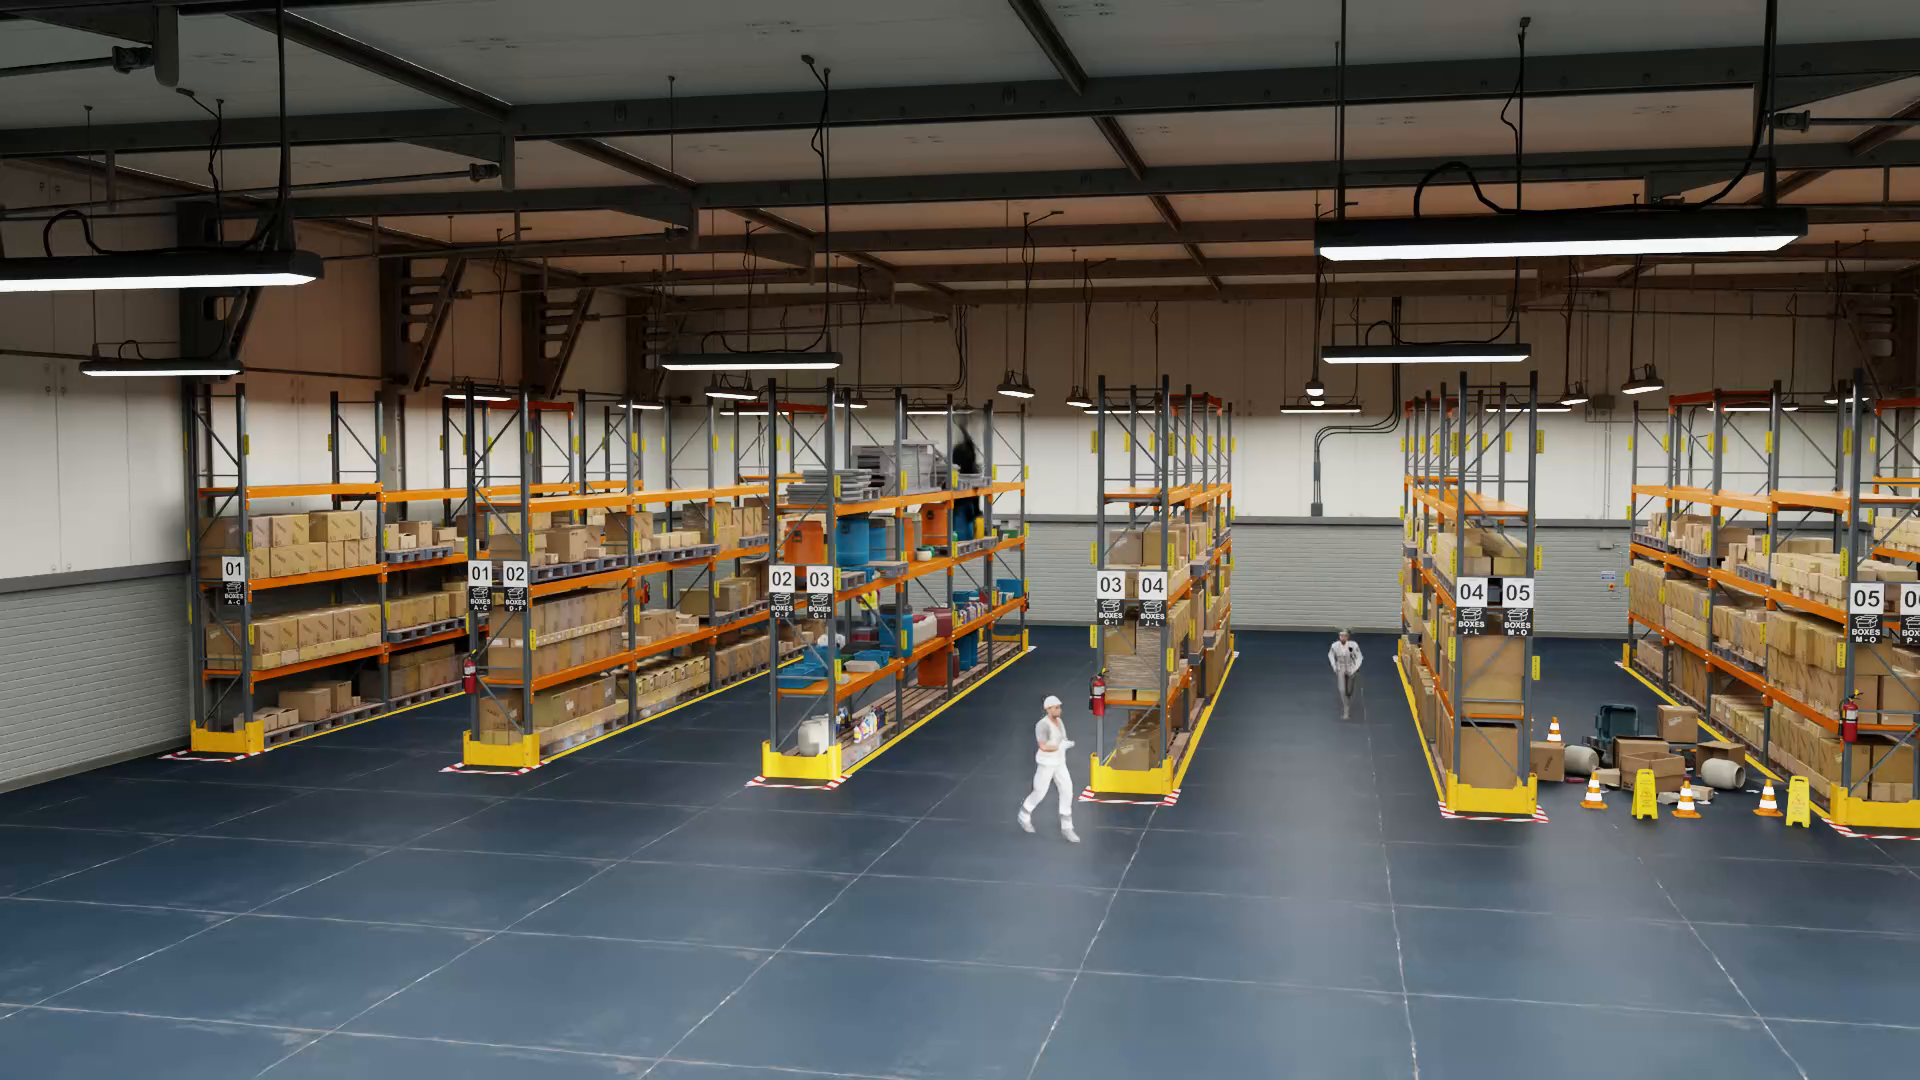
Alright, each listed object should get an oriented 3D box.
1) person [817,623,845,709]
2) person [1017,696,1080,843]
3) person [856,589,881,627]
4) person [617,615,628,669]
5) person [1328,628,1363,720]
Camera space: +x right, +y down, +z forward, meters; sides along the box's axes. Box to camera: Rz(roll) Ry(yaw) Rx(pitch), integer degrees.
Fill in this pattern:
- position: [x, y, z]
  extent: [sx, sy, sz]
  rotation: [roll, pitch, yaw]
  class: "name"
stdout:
- position: [-2.382, 2.375, 31.310]
  extent: [0.653, 1.694, 0.751]
  rotation: [1, 3, 16]
  class: "person"
- position: [1.126, 2.878, 21.098]
  extent: [0.904, 1.825, 0.652]
  rotation: [3, 4, 41]
  class: "person"
- position: [-2.285, 1.756, 41.383]
  extent: [0.646, 1.787, 0.948]
  rotation: [-1, 3, -11]
  class: "person"
- position: [-7.407, 2.183, 36.138]
  extent: [0.506, 1.541, 0.690]
  rotation: [1, 3, 12]
  class: "person"
- position: [7.123, 2.442, 30.741]
  extent: [0.620, 1.682, 0.947]
  rotation: [1, 3, 13]
  class: "person"
